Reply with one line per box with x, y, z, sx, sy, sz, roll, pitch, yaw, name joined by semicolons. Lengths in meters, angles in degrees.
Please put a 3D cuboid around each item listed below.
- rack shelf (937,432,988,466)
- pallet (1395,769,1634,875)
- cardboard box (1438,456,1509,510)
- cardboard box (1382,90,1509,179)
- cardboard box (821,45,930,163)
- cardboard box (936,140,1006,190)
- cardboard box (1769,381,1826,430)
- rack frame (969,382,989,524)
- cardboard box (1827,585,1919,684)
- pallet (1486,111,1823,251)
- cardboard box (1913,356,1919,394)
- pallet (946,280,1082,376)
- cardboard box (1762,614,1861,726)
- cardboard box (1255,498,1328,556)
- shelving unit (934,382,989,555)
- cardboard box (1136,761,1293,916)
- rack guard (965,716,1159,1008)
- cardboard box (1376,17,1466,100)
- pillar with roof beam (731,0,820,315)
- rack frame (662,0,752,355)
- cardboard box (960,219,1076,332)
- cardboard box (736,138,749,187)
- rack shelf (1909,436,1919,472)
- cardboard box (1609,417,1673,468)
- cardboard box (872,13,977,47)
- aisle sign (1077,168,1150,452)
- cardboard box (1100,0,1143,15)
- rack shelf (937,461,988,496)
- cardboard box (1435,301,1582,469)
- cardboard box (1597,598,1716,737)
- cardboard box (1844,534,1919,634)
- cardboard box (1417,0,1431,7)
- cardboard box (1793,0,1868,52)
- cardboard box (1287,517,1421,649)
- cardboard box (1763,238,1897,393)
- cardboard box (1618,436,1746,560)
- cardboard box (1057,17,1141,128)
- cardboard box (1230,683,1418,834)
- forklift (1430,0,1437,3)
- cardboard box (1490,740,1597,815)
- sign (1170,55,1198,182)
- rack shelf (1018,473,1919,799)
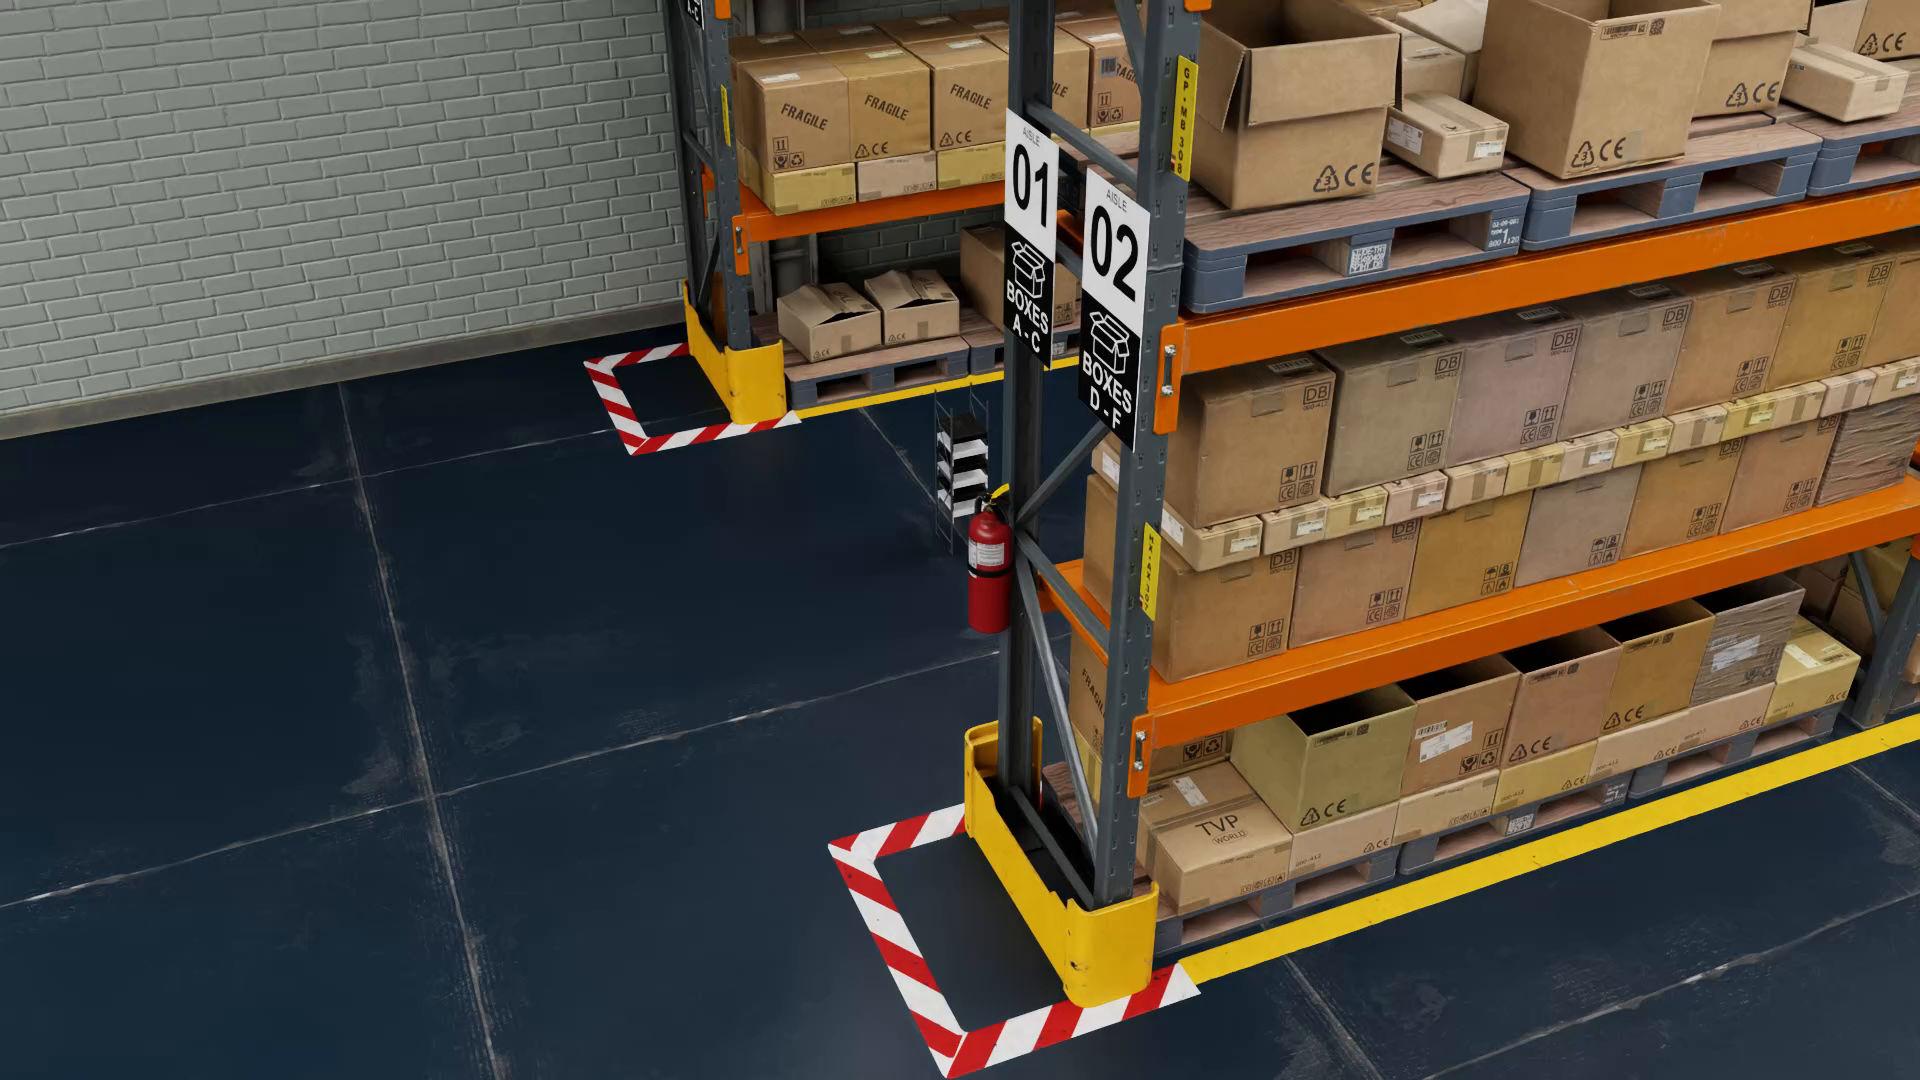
0.008;-0.502;8.845;0.200;0.077;0.258;-13;35;-19;rack shelf
2.218;0.951;7.513;1.213;0.211;1.003;-13;35;-19;pallet
1.803;-0.287;6.172;0.250;0.149;0.380;-14;36;-21;cardboard box
1.559;-1.326;5.422;0.250;0.149;0.380;-13;35;-19;cardboard box
-0.499;-2.579;9.813;0.500;0.500;0.500;-13;35;-19;cardboard box
0.003;-2.380;10.195;0.500;0.250;0.500;-13;35;-20;cardboard box
3.216;-0.609;6.668;0.250;0.149;0.380;-13;35;-19;cardboard box
0.101;-0.400;8.958;0.006;0.900;0.240;-13;35;-19;rack frame
4.562;0.392;7.952;0.500;0.250;0.500;-14;35;-20;cardboard box
2.195;-1.396;5.894;1.213;0.211;1.003;-13;35;-19;pallet
3.927;-0.773;6.919;0.250;0.149;0.380;-13;35;-19;cardboard box
0.441;-1.526;11.320;1.213;0.211;1.003;-13;35;-19;pallet
3.751;0.560;7.693;0.500;0.250;0.500;-13;35;-19;cardboard box
1.094;-0.125;5.924;0.250;0.149;0.380;-14;36;-20;cardboard box
0.007;-0.379;8.925;0.210;0.900;0.258;-13;35;-19;shelving unit
0.987;1.195;6.717;0.500;0.250;0.500;-13;35;-19;cardboard box
0.384;1.273;6.753;0.348;0.500;1.175;-13;35;-19;rack guard
1.366;-1.585;5.727;0.500;0.250;0.500;-13;35;-19;cardboard box
0.462;-3.203;5.839;0.400;9.000;9.100;-13;35;-19;pillar with roof beam
-1.515;-2.270;9.906;0.127;3.000;1.000;-13;35;-19;rack frame
0.379;-1.758;11.007;0.500;0.500;0.700;-15;36;-22;cardboard box
-1.159;-2.412;10.243;0.500;0.250;0.500;-12;35;-18;cardboard box
5.938;-0.745;8.222;4.000;0.370;1.077;-13;35;-19;rack shelf
2.511;-0.448;6.420;0.250;0.149;0.380;-12;35;-17;cardboard box
-0.220;-2.949;10.381;0.500;0.500;0.500;-14;36;-20;cardboard box
0.464;-0.702;5.112;0.004;0.787;0.394;-13;35;-19;aisle sign
1.181;-3.273;10.879;0.500;0.500;0.500;-13;35;-19;cardboard box
0.007;-0.351;8.943;0.200;0.077;0.258;-13;35;-19;rack shelf
1.838;-0.689;6.196;0.500;0.500;0.700;-13;35;-19;cardboard box
2.826;0.453;7.170;0.500;0.500;0.500;-13;35;-19;cardboard box
4.572;0.155;7.801;0.500;0.311;0.500;-13;35;-19;cardboard box
3.174;-3.546;11.372;0.500;0.500;0.700;-9;34;-14;cardboard box
3.030;-1.991;6.296;0.500;0.311;0.500;-15;36;-22;cardboard box
1.324;-0.027;6.368;0.500;0.500;0.700;-12;35;-18;cardboard box
3.222;-1.006;6.682;0.500;0.500;0.700;-13;35;-19;cardboard box
2.740;-0.351;6.865;0.500;0.500;0.700;-12;35;-18;cardboard box
0.931;-2.910;10.321;0.500;0.500;0.500;-14;36;-20;cardboard box
1.447;0.774;6.676;0.500;0.500;0.500;-13;35;-19;cardboard box
3.271;-1.777;9.212;3.031;2.935;1.130;-10;34;-16;forklift
2.370;0.879;7.202;0.500;0.250;0.500;-13;35;-19;cardboard box
0.616;-1.156;4.570;0.005;0.325;0.100;-13;35;-19;sign
2.250;0.099;6.924;4.000;0.370;1.077;-13;35;-19;rack shelf
